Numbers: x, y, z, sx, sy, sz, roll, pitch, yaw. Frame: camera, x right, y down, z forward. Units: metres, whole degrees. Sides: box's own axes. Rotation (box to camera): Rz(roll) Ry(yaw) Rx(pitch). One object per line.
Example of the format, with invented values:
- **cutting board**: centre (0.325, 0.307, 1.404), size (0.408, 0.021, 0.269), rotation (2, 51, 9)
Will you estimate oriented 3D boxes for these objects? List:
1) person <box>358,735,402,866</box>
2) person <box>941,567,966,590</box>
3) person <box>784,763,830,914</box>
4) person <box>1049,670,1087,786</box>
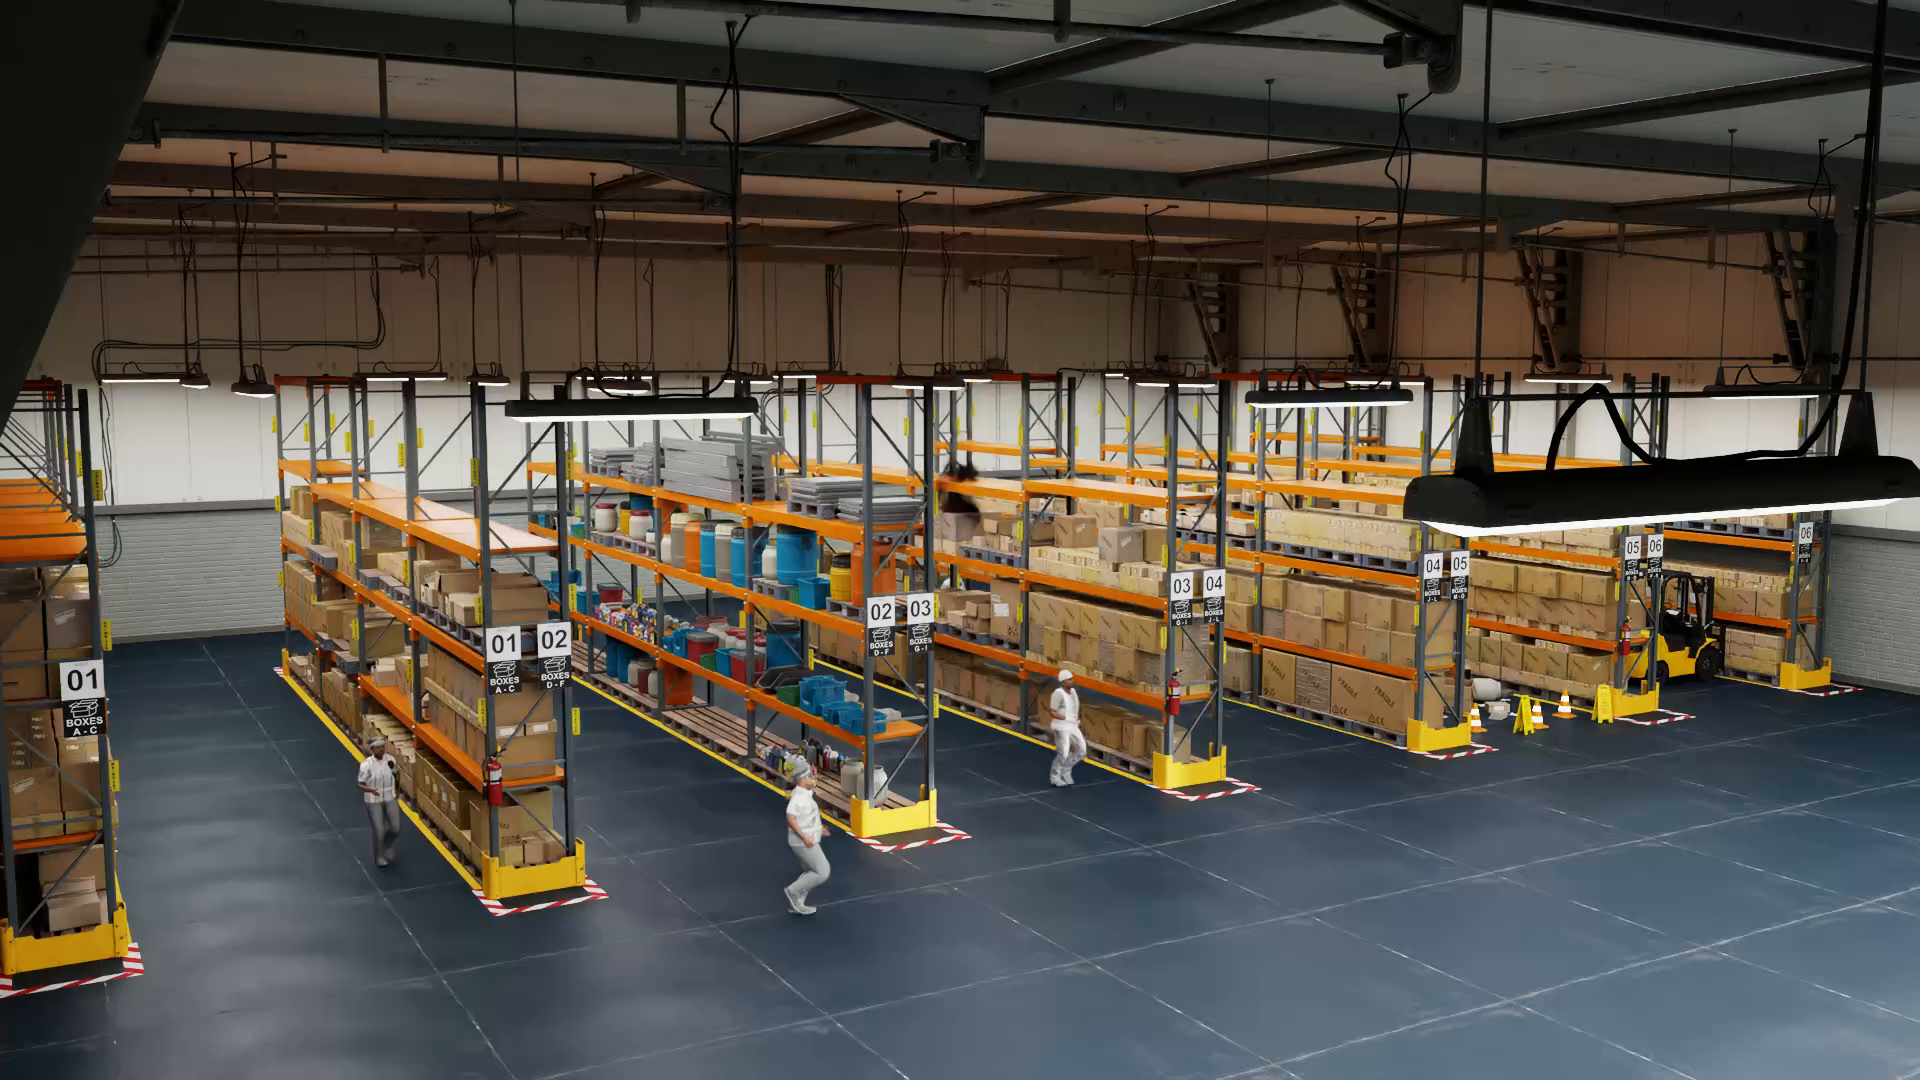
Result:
- **person**: centre (-7.161, 3.243, 20.664), size (0.565, 1.655, 0.542), rotation (-5, 8, -36)
- **person**: centre (-0.114, 1.418, 37.441), size (0.634, 1.666, 0.544), rotation (-3, 7, -29)
- **person**: centre (-1.737, 3.404, 18.895), size (0.533, 1.749, 0.670), rotation (-1, 6, -6)
- **person**: centre (1.589, 2.779, 24.463), size (0.628, 1.752, 0.682), rotation (5, 8, 40)
